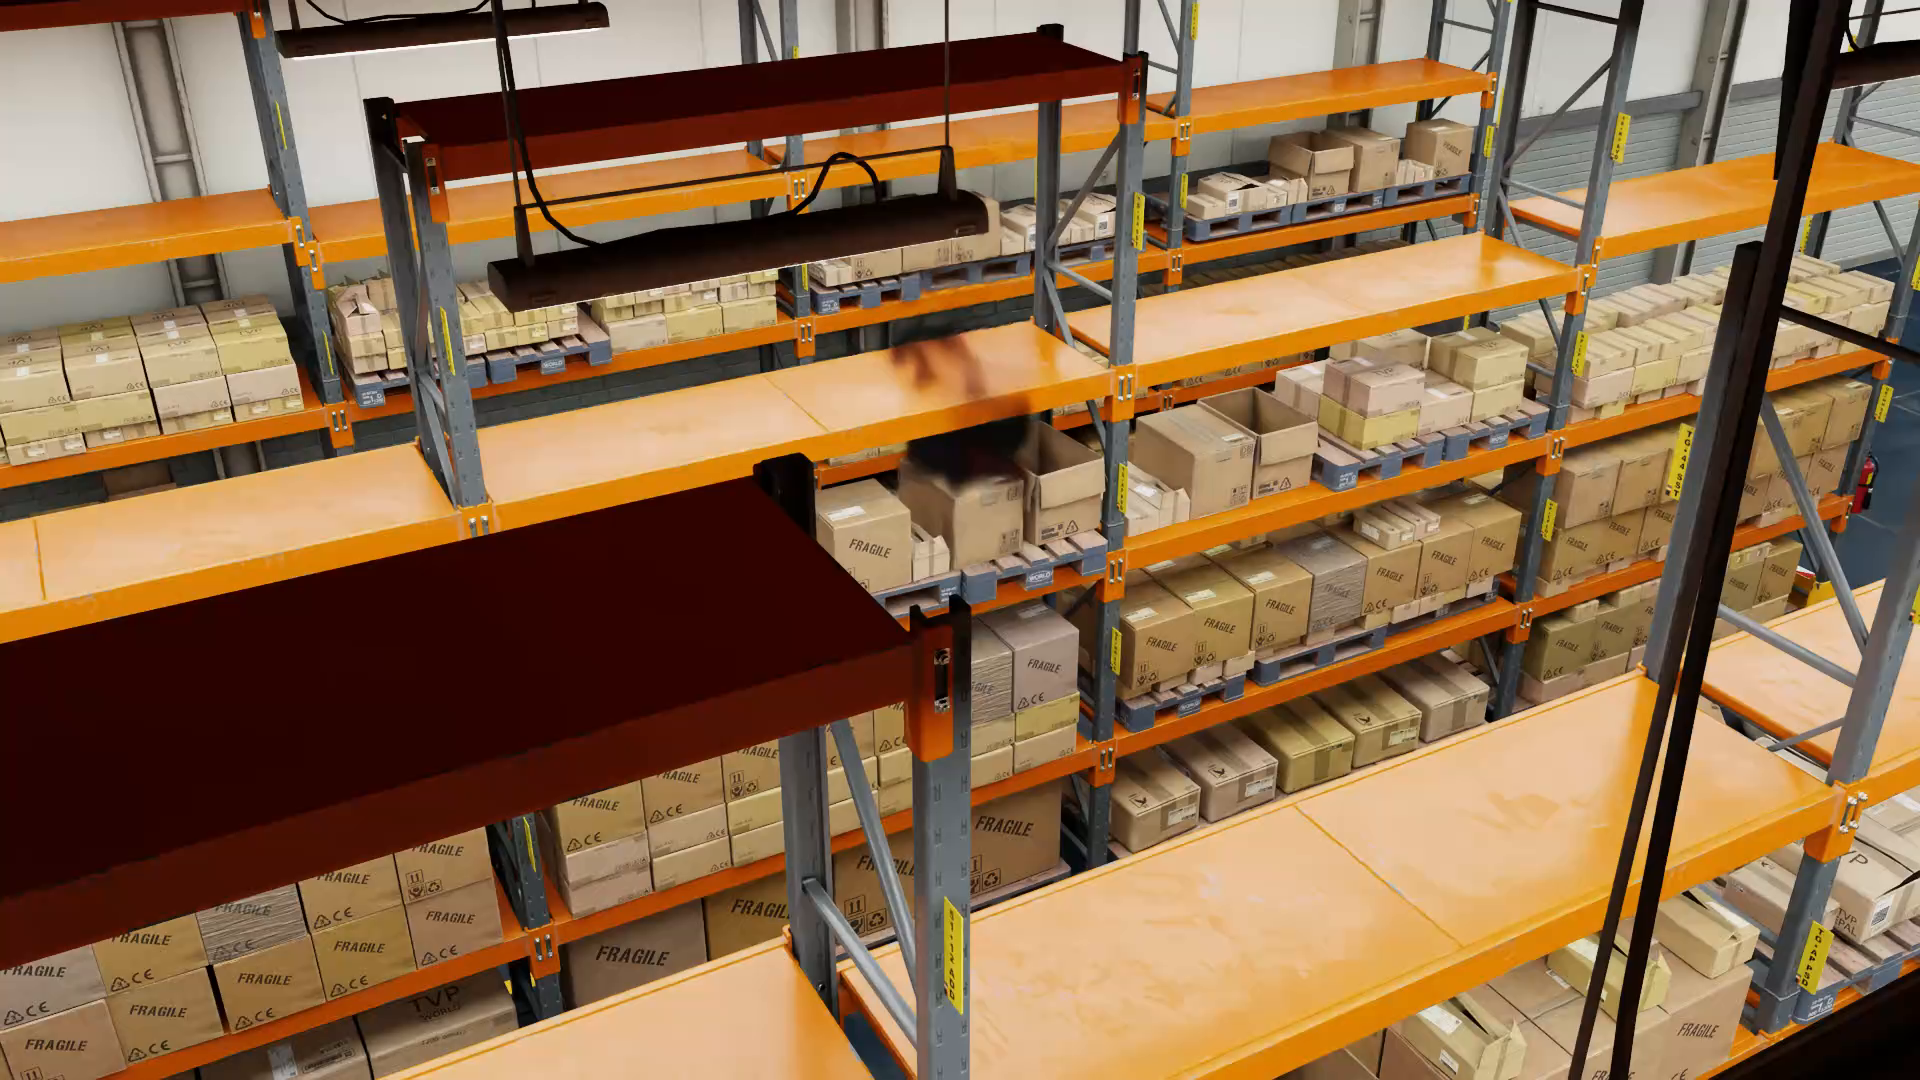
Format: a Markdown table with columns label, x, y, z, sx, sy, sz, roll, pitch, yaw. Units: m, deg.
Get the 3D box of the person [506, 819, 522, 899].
| label | x | y | z | sx | sy | sz | roll | pitch | yaw |
| --- | --- | --- | --- | --- | --- | --- | --- | --- | --- |
| person | -3.225 | 1.889 | 11.683 | 0.537 | 1.637 | 0.564 | -14 | 31 | -25 |
